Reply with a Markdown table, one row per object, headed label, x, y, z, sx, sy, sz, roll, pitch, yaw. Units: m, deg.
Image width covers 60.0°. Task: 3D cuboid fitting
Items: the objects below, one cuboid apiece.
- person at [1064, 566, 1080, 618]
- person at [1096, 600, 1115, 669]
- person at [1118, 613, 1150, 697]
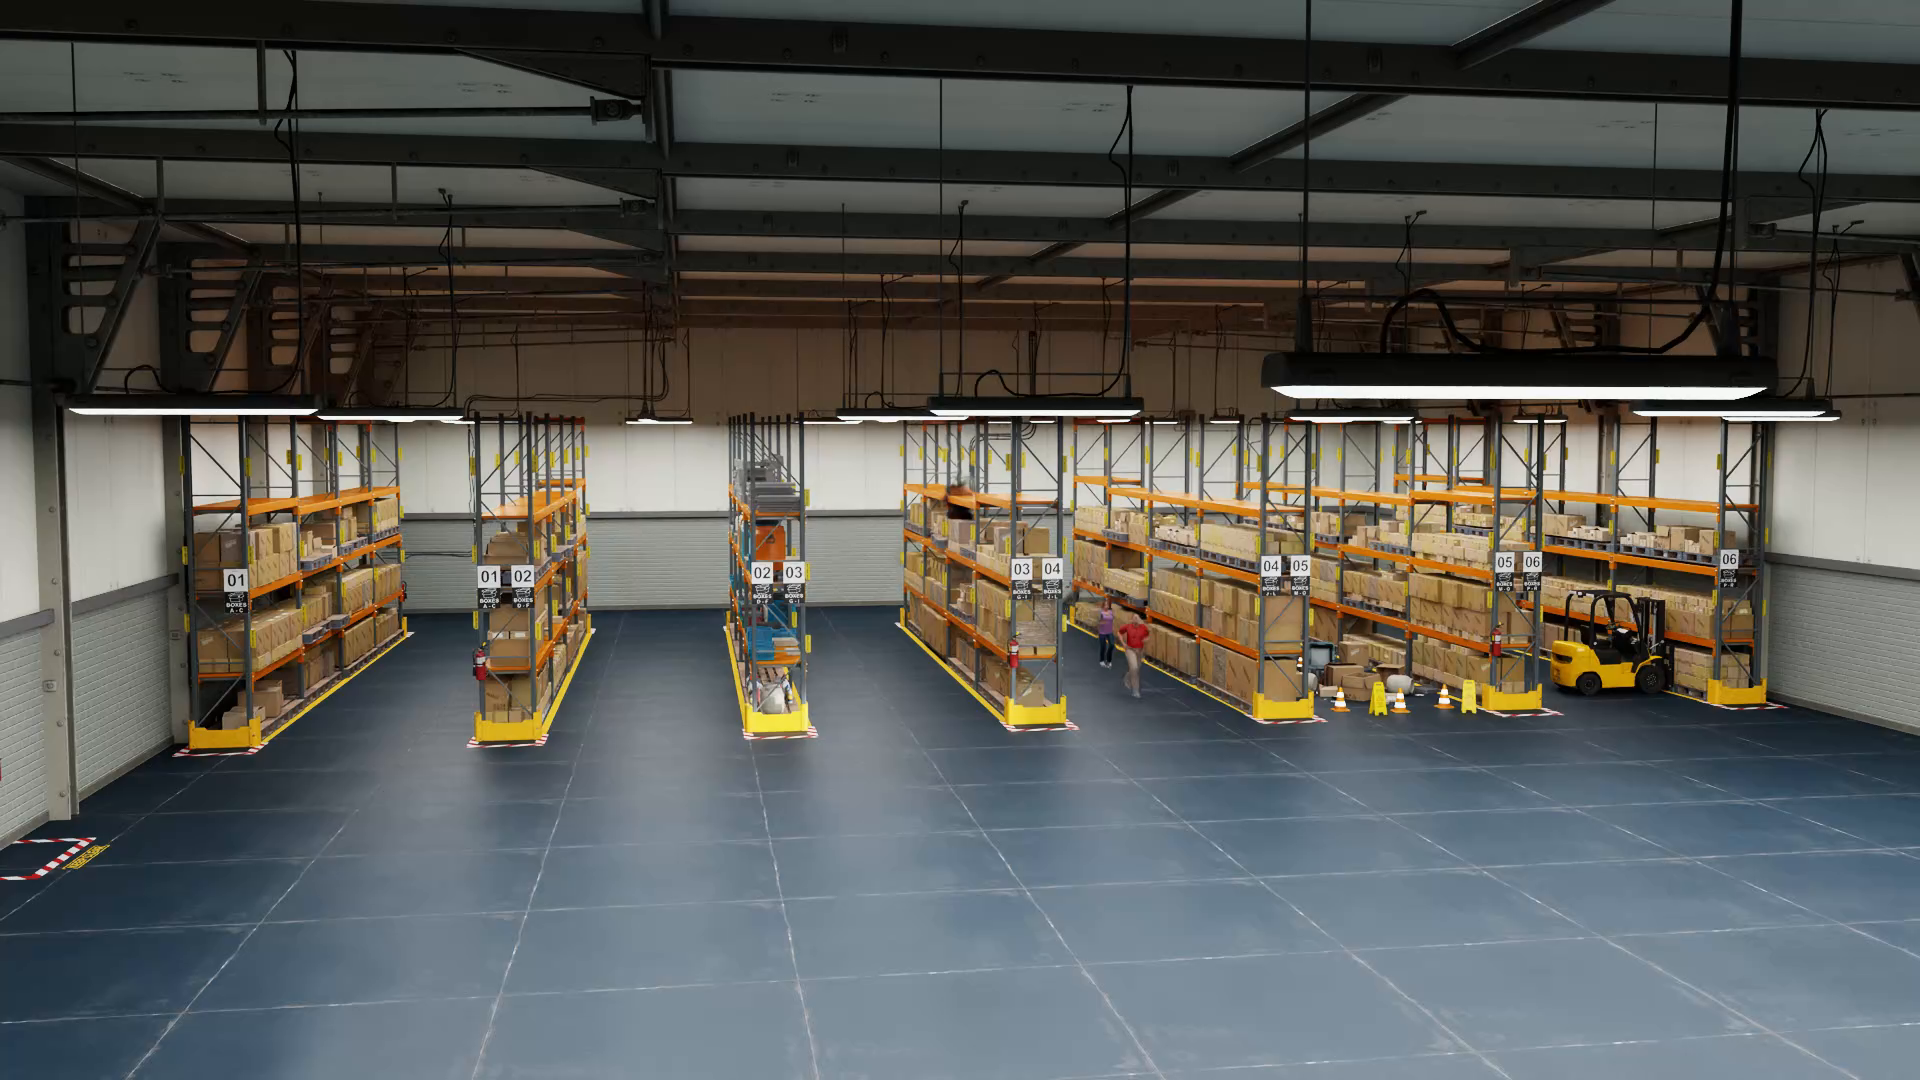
| label | x | y | z | sx | sy | sz | roll | pitch | yaw |
| --- | --- | --- | --- | --- | --- | --- | --- | --- | --- |
| person | 3.411 | 1.550 | 49.665 | 0.628 | 1.638 | 0.643 | 0 | 4 | 4 |
| person | 3.472 | 2.247 | 39.413 | 0.514 | 1.631 | 0.653 | -1 | 4 | -12 |
| person | 3.759 | 2.458 | 35.689 | 0.626 | 1.790 | 0.972 | -2 | 4 | -22 |
